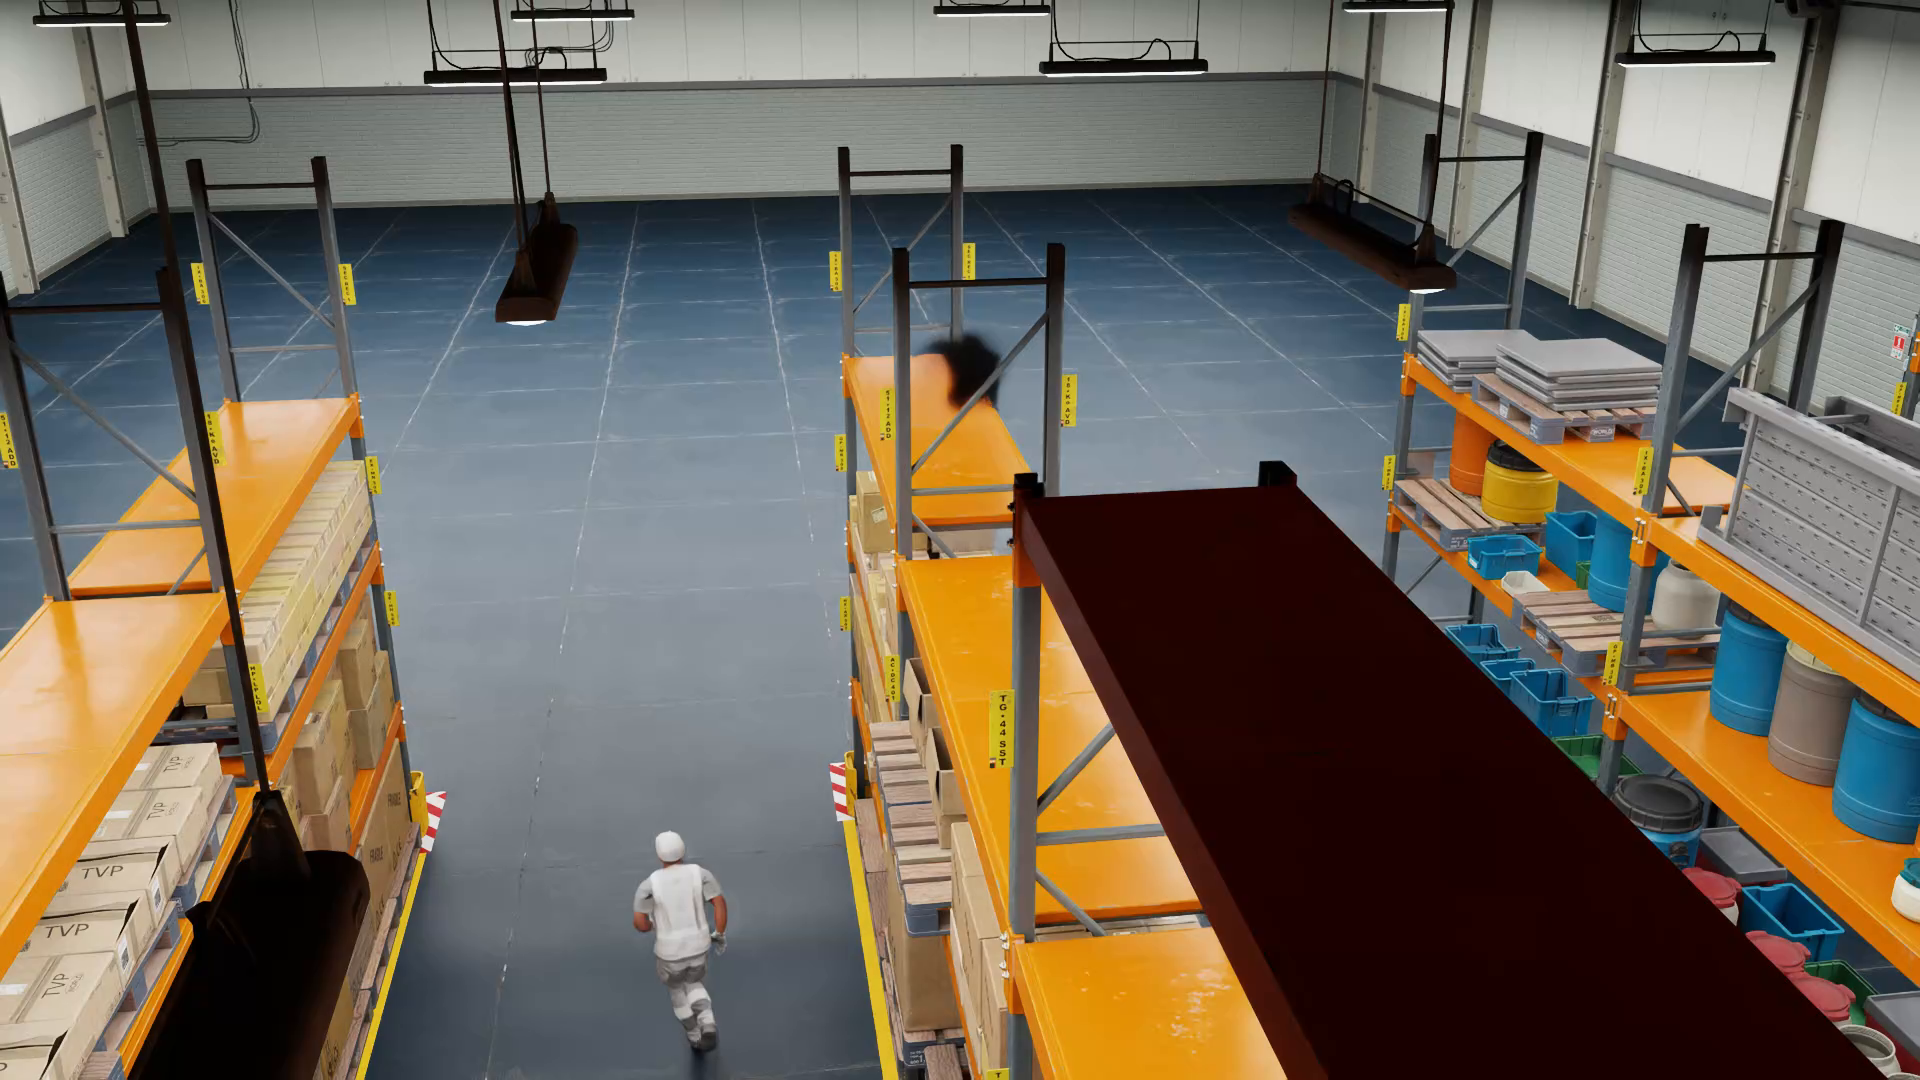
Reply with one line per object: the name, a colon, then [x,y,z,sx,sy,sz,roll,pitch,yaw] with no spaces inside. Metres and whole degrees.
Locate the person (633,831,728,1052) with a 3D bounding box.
person: [-1.977,2.946,11.892,0.644,1.717,0.742,-11,24,-26]
